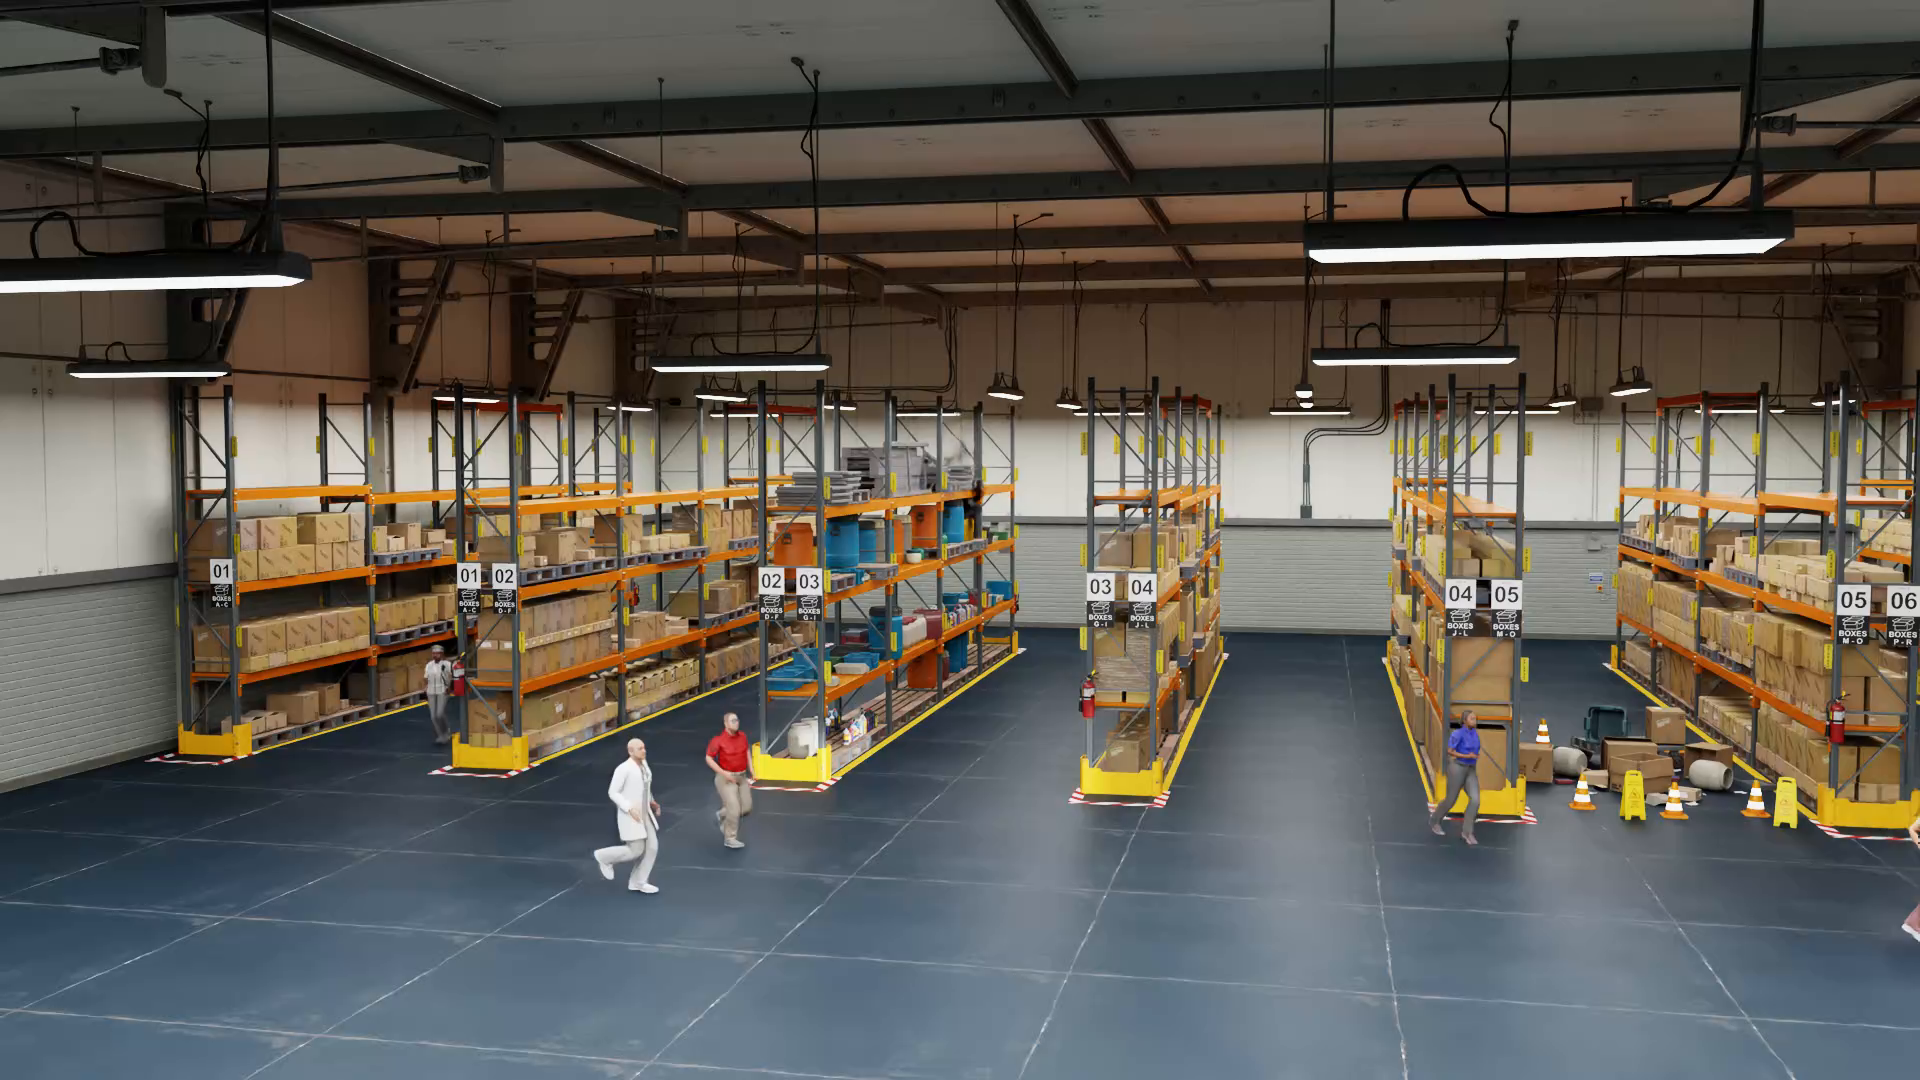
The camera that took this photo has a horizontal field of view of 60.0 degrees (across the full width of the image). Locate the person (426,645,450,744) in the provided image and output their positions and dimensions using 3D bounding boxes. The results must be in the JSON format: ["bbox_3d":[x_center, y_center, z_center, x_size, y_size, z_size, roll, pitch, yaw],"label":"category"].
[{"bbox_3d":[-8.789,2.598,27.968,0.387,1.681,0.524,0,3,5],"label":"person"}]

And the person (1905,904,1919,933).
[{"bbox_3d":[9.656,3.494,16.360,0.354,0.911,0.721,-2,4,-36],"label":"person"}]

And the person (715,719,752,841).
[{"bbox_3d":[-2.887,2.992,20.823,0.537,1.540,0.422,3,4,40],"label":"person"}]

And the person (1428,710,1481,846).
[{"bbox_3d":[6.392,3.008,21.191,0.579,1.685,0.764,-2,4,-28],"label":"person"}]

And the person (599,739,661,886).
[{"bbox_3d":[-3.701,3.055,18.721,0.684,1.659,0.697,1,4,25],"label":"person"}]
